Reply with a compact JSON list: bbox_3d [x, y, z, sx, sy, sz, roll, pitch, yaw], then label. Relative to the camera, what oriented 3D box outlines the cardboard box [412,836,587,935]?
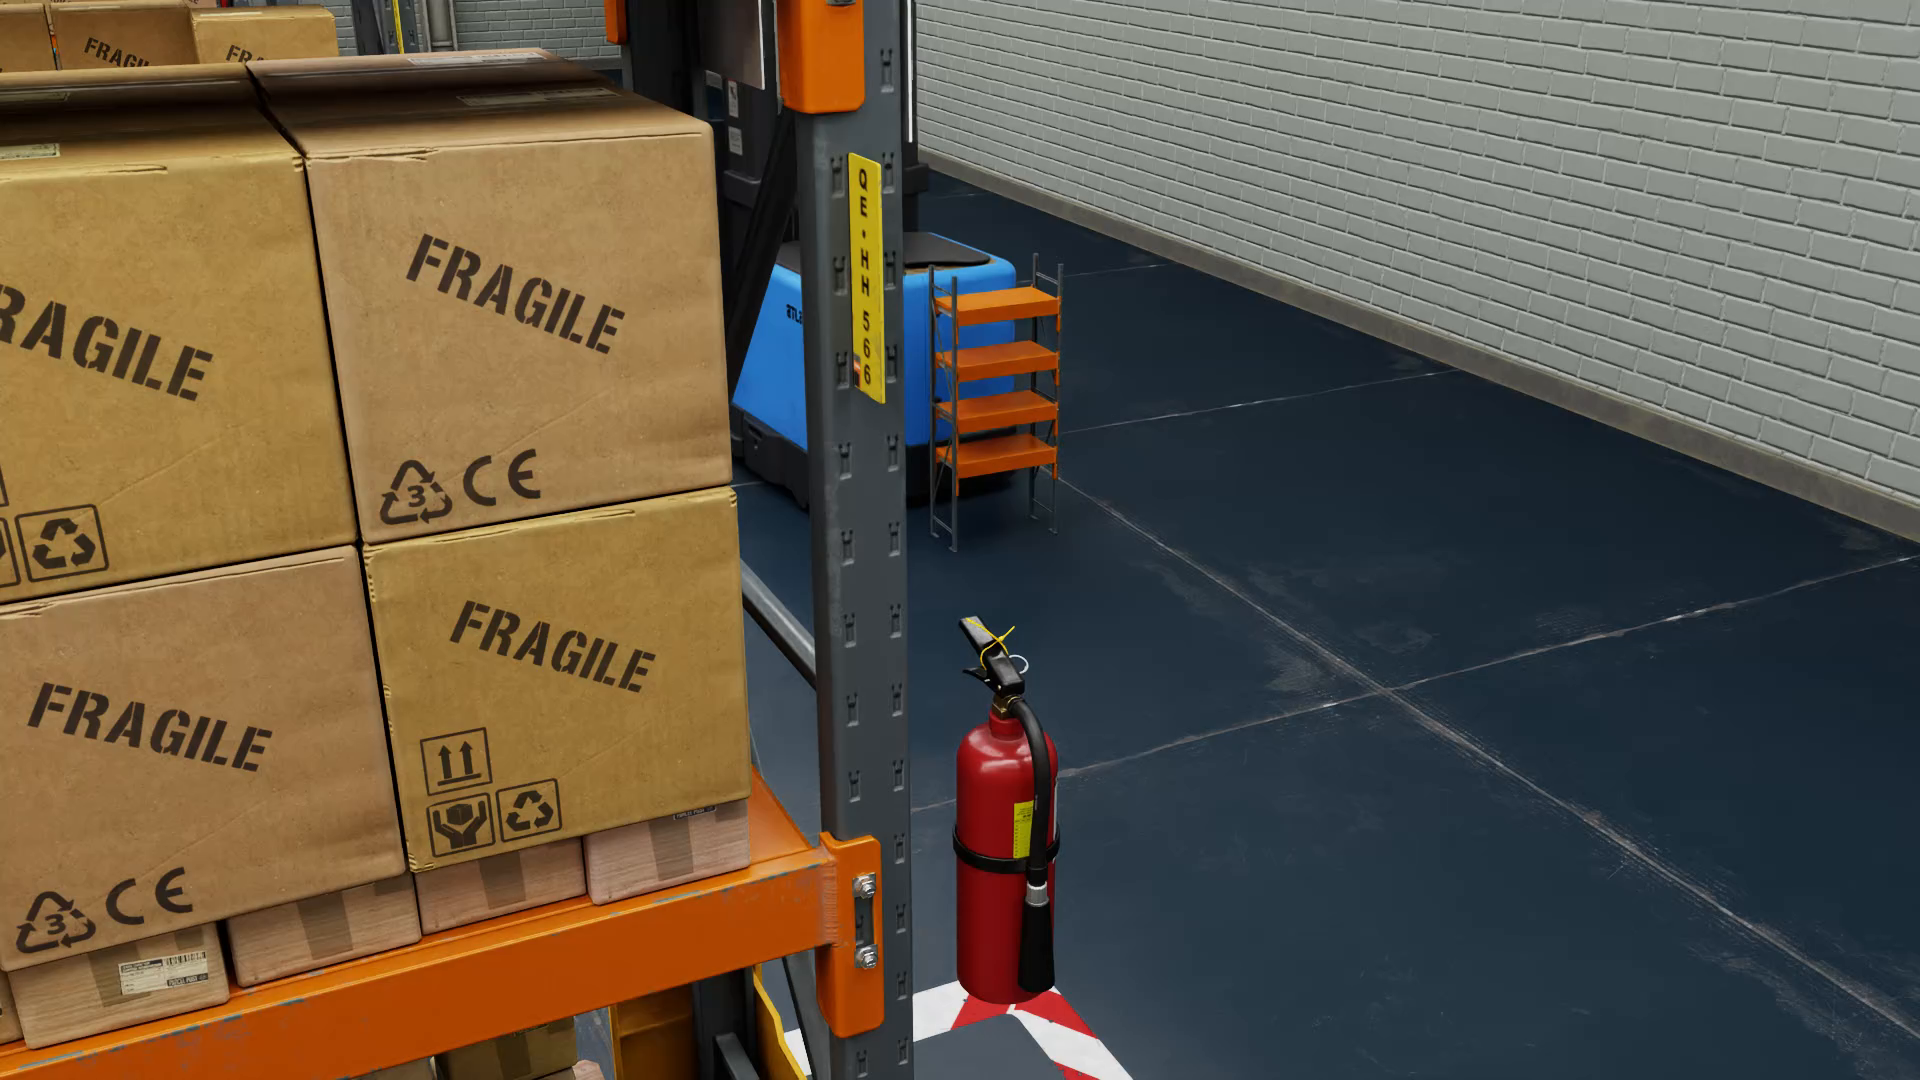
[{"bbox_3d":[-0.760,0.430,2.618,0.250,0.149,0.380,-10,25,-24],"label":"cardboard box"}]

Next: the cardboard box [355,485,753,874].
[{"bbox_3d":[-0.642,0.114,2.534,0.500,0.500,0.500,-10,24,-23],"label":"cardboard box"}]

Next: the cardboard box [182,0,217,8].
[{"bbox_3d":[-6.987,-4.885,14.998,0.500,0.500,0.500,-10,24,-22],"label":"cardboard box"}]

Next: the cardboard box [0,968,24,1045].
[{"bbox_3d":[-1.450,0.561,2.302,0.250,0.149,0.380,-12,25,-26],"label":"cardboard box"}]

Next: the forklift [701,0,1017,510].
[{"bbox_3d":[-0.912,-1.998,8.245,1.130,2.935,3.031,-13,26,-28],"label":"forklift"}]

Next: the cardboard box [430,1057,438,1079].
[{"bbox_3d":[-0.960,1.234,3.525,0.250,0.149,0.380,-10,24,-23],"label":"cardboard box"}]

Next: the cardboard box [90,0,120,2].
[{"bbox_3d":[-7.453,-4.797,14.787,0.500,0.500,0.500,-10,25,-23],"label":"cardboard box"}]

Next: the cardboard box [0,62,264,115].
[{"bbox_3d":[-1.320,-0.443,2.570,0.500,0.500,0.500,-10,24,-22],"label":"cardboard box"}]

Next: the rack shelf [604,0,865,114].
[{"bbox_3d":[-2.151,-0.588,1.766,4.000,0.370,1.077,-10,25,-24],"label":"rack shelf"}]

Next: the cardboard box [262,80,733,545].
[{"bbox_3d":[-0.653,-0.350,2.346,0.500,0.500,0.500,-11,25,-25],"label":"cardboard box"}]

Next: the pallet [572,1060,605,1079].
[{"bbox_3d":[-1.164,1.558,3.211,1.213,0.211,1.003,-10,25,-24],"label":"pallet"}]

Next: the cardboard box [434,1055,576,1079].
[{"bbox_3d":[-0.932,1.118,3.416,0.250,0.149,0.380,-9,24,-21],"label":"cardboard box"}]

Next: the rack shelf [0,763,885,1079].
[{"bbox_3d":[-2.151,0.798,2.340,4.000,0.370,1.077,-10,25,-24],"label":"rack shelf"}]

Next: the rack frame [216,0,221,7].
[{"bbox_3d":[-8.853,-6.713,19.545,0.127,3.000,1.000,-10,25,-24],"label":"rack frame"}]

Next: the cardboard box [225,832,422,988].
[{"bbox_3d":[-0.980,0.477,2.505,0.250,0.149,0.380,-11,25,-24],"label":"cardboard box"}]

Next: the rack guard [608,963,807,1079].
[{"bbox_3d":[-0.417,1.302,3.452,0.348,0.500,1.175,-10,25,-24],"label":"rack guard"}]

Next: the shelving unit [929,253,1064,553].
[{"bbox_3d":[0.149,-0.582,7.087,0.503,1.200,0.258,-10,25,-24],"label":"shelving unit"}]

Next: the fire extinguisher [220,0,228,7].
[{"bbox_3d":[-8.517,-6.371,19.308,0.183,0.674,0.296,-10,25,-24],"label":"fire extinguisher"}]

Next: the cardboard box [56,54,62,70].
[{"bbox_3d":[-10.345,-5.435,19.177,0.500,0.500,0.700,-11,25,-25],"label":"cardboard box"}]

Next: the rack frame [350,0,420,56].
[{"bbox_3d":[-2.409,-1.592,7.174,0.127,3.000,1.000,-10,25,-24],"label":"rack frame"}]

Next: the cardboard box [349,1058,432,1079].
[{"bbox_3d":[-1.164,1.040,3.217,0.250,0.149,0.380,-10,24,-23],"label":"cardboard box"}]

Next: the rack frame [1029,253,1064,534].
[{"bbox_3d":[0.369,-0.622,7.185,0.015,1.200,0.240,-10,25,-24],"label":"rack frame"}]

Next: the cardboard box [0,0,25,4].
[{"bbox_3d":[-8.359,-4.633,14.390,0.500,0.500,0.500,-11,25,-24],"label":"cardboard box"}]

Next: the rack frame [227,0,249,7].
[{"bbox_3d":[-6.702,-5.006,15.423,0.127,3.000,1.000,-10,25,-24],"label":"rack frame"}]

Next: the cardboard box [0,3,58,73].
[{"bbox_3d":[-3.873,-1.849,6.622,0.500,0.500,0.500,-11,25,-25],"label":"cardboard box"}]

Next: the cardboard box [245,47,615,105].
[{"bbox_3d":[-0.868,-0.528,2.778,0.500,0.500,0.500,-11,25,-24],"label":"cardboard box"}]

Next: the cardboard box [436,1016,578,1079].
[{"bbox_3d":[-0.968,0.952,3.428,0.250,0.149,0.380,-12,25,-26],"label":"cardboard box"}]

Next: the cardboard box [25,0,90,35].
[{"bbox_3d":[-7.905,-4.716,14.591,0.500,0.500,0.500,-10,25,-23],"label":"cardboard box"}]

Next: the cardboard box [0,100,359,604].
[{"bbox_3d":[-1.110,-0.266,2.143,0.500,0.500,0.500,-11,25,-25],"label":"cardboard box"}]

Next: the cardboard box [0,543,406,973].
[{"bbox_3d":[-1.108,0.197,2.331,0.500,0.500,0.500,-11,25,-24],"label":"cardboard box"}]

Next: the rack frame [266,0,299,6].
[{"bbox_3d":[-4.557,-3.299,11.297,0.127,3.000,1.000,-10,25,-24],"label":"rack frame"}]

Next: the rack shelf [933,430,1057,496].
[{"bbox_3d":[0.149,-0.336,7.189,0.480,0.148,0.258,-10,25,-24],"label":"rack shelf"}]

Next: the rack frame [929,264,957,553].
[{"bbox_3d":[-0.071,-0.541,6.989,0.015,1.200,0.240,-10,25,-24],"label":"rack frame"}]

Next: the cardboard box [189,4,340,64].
[{"bbox_3d":[-2.734,-1.835,6.588,0.500,0.500,0.500,-10,25,-23],"label":"cardboard box"}]

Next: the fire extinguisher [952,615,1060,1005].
[{"bbox_3d":[0.079,0.460,2.807,0.183,0.674,0.296,-10,25,-24],"label":"fire extinguisher"}]

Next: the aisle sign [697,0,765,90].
[{"bbox_3d":[-0.413,-1.182,2.786,0.004,0.787,0.394,-10,25,-24],"label":"aisle sign"}]

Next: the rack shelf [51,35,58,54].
[{"bbox_3d":[-8.504,-4.342,14.759,4.000,0.370,1.077,-10,25,-24],"label":"rack shelf"}]

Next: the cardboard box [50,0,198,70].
[{"bbox_3d":[-3.409,-1.937,6.834,0.500,0.500,0.500,-11,25,-25],"label":"cardboard box"}]

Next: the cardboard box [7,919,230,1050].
[{"bbox_3d":[-1.199,0.527,2.383,0.250,0.149,0.380,-10,24,-22],"label":"cardboard box"}]

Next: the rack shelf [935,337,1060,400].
[{"bbox_3d":[0.149,-0.726,7.027,0.480,0.148,0.258,-10,25,-24],"label":"rack shelf"}]

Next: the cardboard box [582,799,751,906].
[{"bbox_3d":[-0.520,0.402,2.686,0.250,0.149,0.380,-10,25,-24],"label":"cardboard box"}]

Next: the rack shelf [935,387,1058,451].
[{"bbox_3d":[0.149,-0.520,7.113,0.480,0.148,0.258,-10,25,-24],"label":"rack shelf"}]

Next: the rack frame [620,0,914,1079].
[{"bbox_3d":[-0.350,0.133,3.007,0.053,2.616,0.949,-10,25,-24],"label":"rack frame"}]

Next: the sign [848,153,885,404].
[{"bbox_3d":[-0.126,-0.352,2.252,0.005,0.325,0.100,-10,25,-24],"label":"sign"}]

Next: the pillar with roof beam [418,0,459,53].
[{"bbox_3d":[-4.929,-8.747,16.616,0.400,9.000,9.100,-10,25,-24],"label":"pillar with roof beam"}]

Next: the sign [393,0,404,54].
[{"bbox_3d":[-2.186,-2.047,6.450,0.005,0.325,0.100,-10,25,-24],"label":"sign"}]

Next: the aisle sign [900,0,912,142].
[{"bbox_3d":[-0.153,-0.976,2.286,0.004,0.787,0.394,-10,25,-24],"label":"aisle sign"}]

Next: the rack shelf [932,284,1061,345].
[{"bbox_3d":[0.149,-0.945,6.937,0.480,0.148,0.258,-10,25,-24],"label":"rack shelf"}]

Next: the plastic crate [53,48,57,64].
[{"bbox_3d":[-6.108,-3.103,10.965,0.300,0.233,0.416,-10,25,-24],"label":"plastic crate"}]
